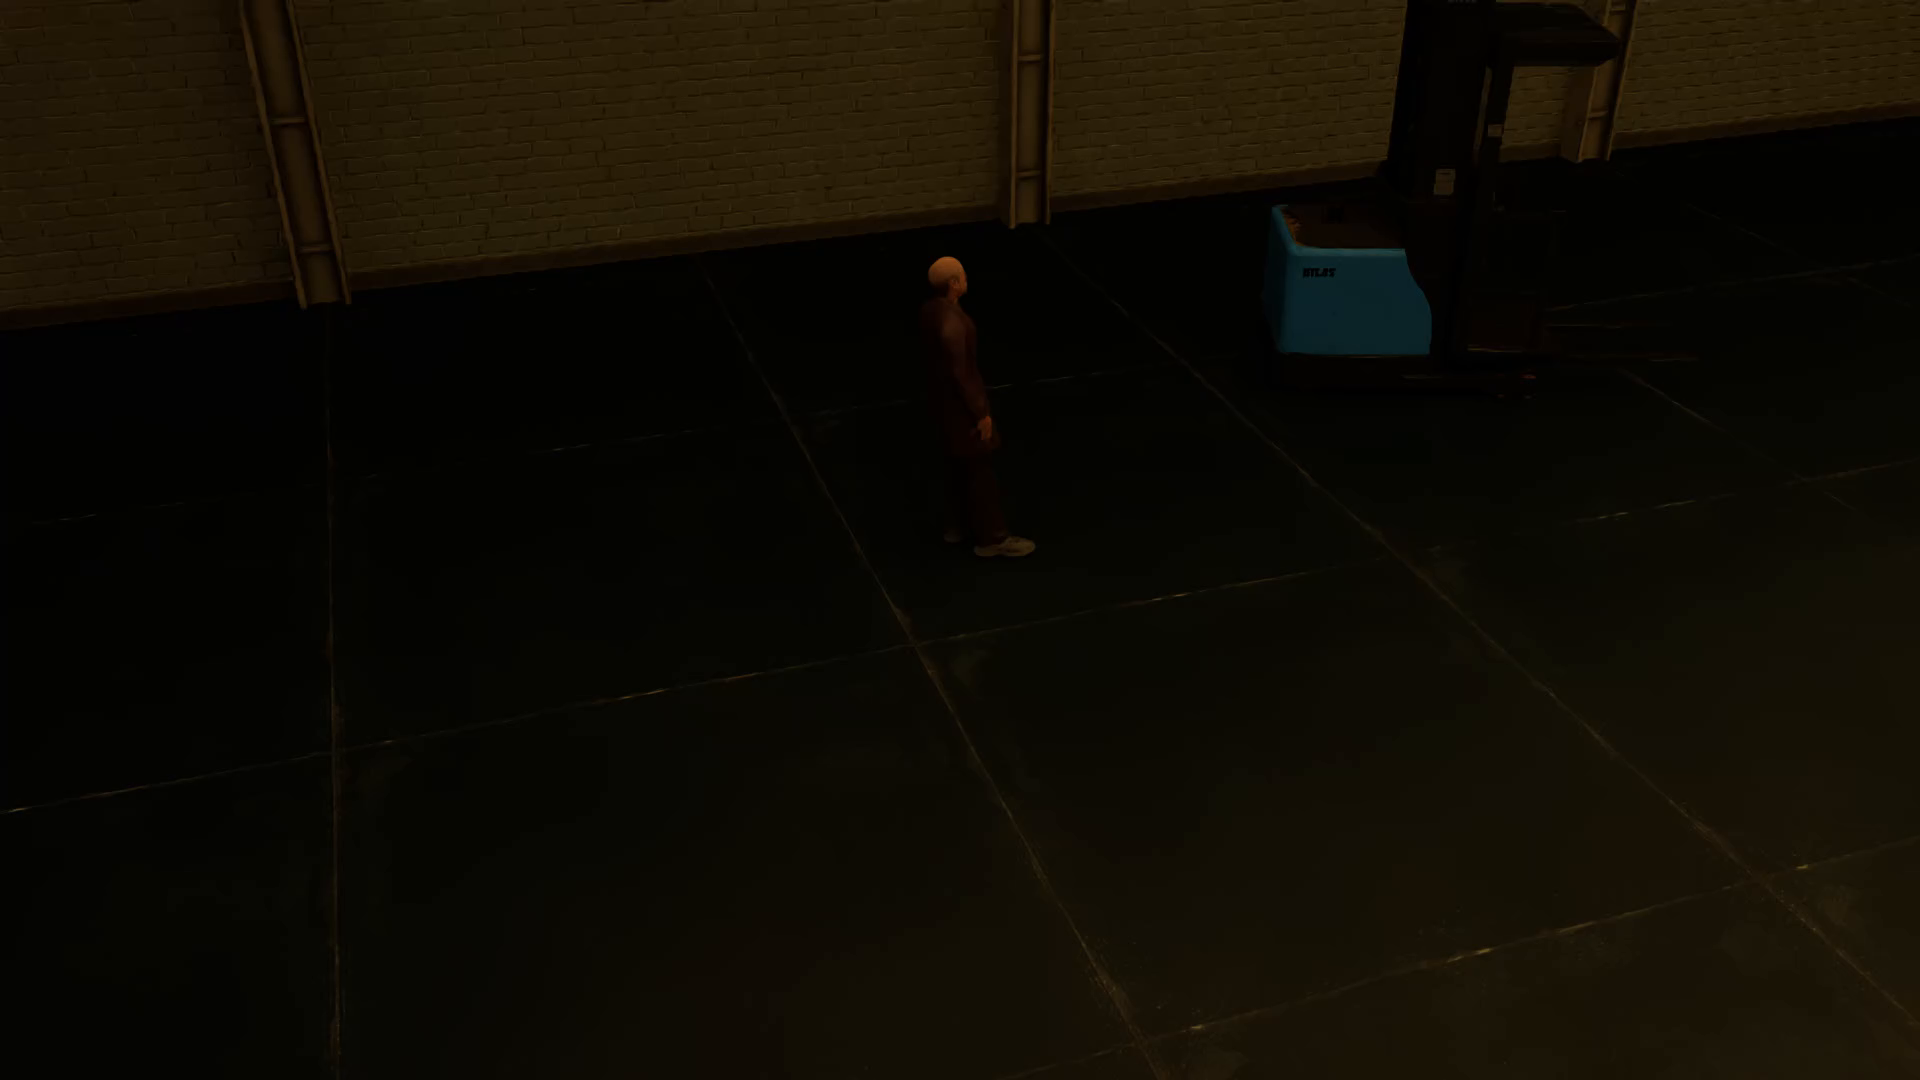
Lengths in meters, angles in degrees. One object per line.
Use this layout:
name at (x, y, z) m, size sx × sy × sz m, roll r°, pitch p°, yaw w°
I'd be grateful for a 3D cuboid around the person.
person at (0.088, -0.789, 9.600) m, size 0.580 × 1.776 × 0.694 m, roll -10°, pitch 31°, yaw -16°

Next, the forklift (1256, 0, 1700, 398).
forklift at (3.752, -2.547, 11.513) m, size 3.031 × 2.935 × 1.130 m, roll 1°, pitch 30°, yaw 1°
